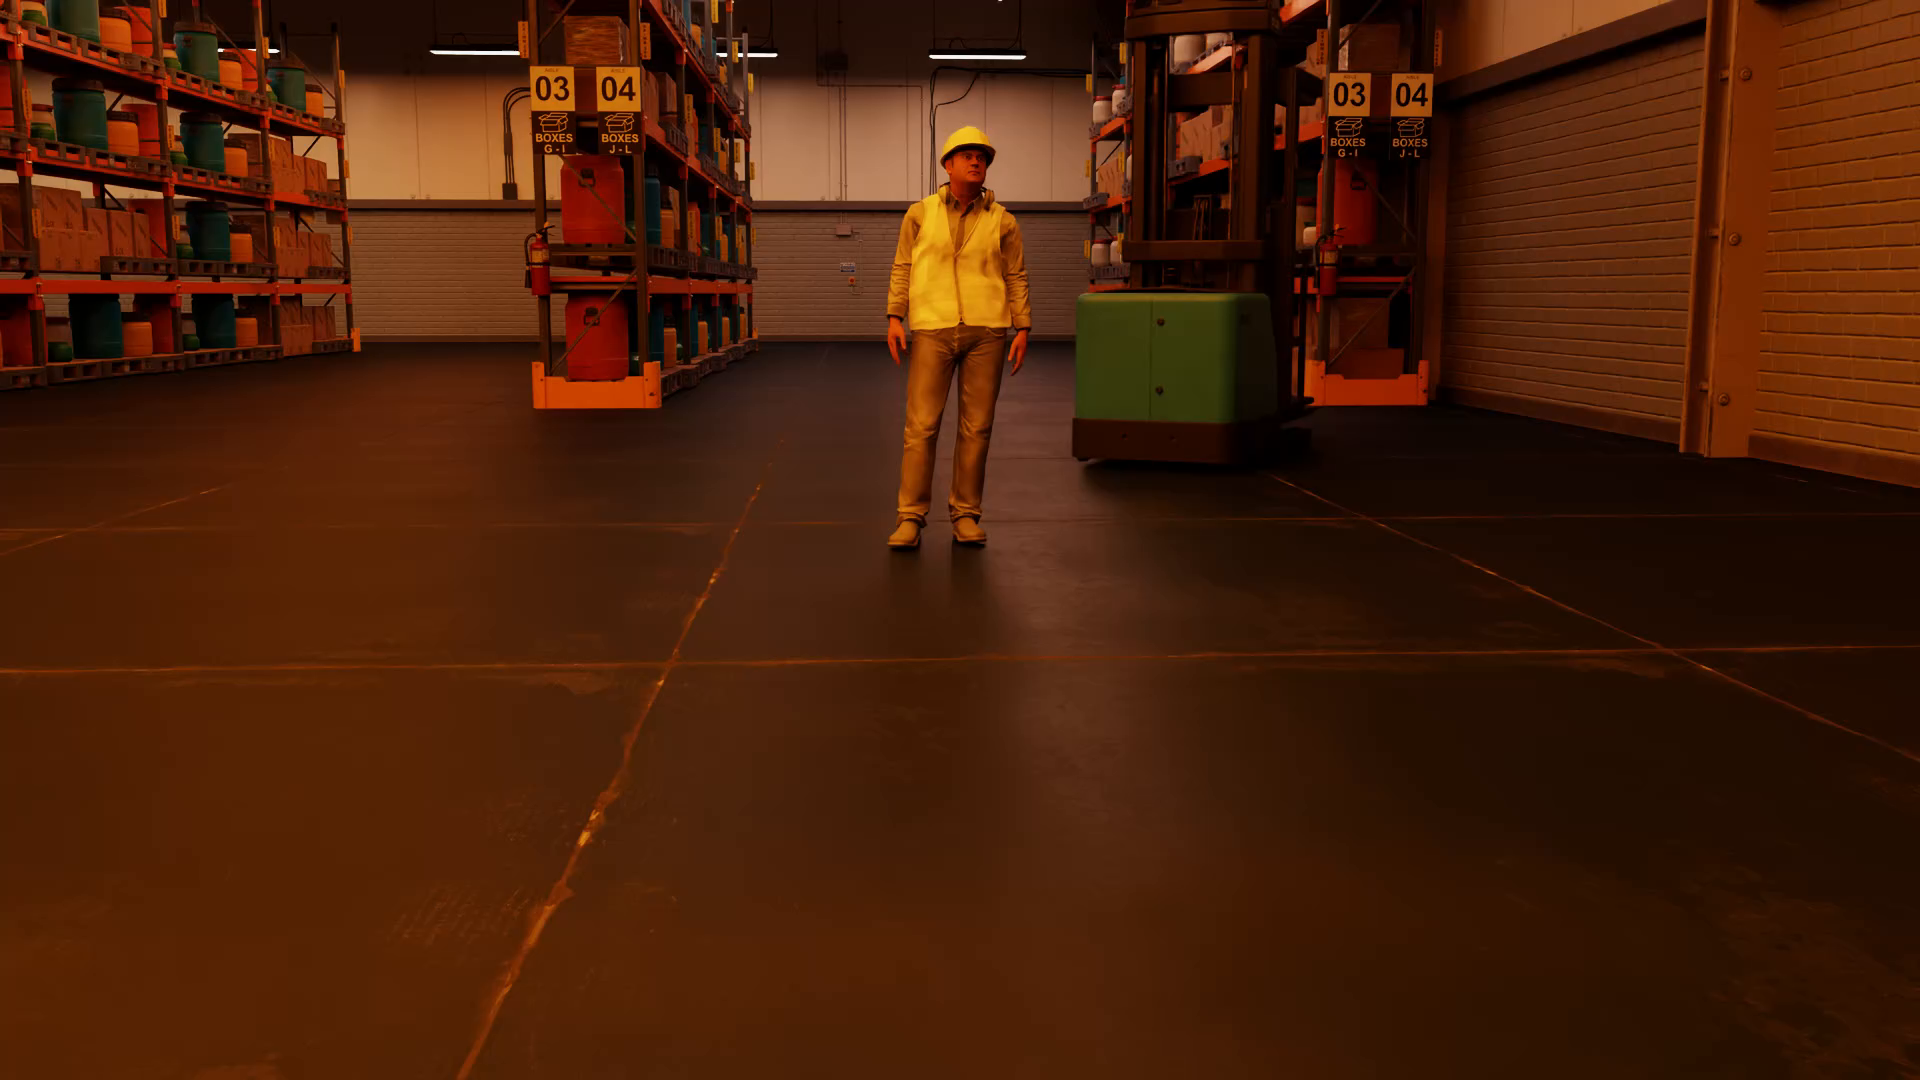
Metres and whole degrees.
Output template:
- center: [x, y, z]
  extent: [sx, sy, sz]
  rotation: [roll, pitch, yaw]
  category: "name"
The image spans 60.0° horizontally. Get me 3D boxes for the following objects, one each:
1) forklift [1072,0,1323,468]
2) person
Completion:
- center: [1.773, -2.058, 11.190]
  extent: [1.130, 2.935, 3.031]
  rotation: [4, 9, 25]
  category: "forklift"
- center: [-0.004, -0.876, 7.117]
  extent: [0.632, 1.773, 0.568]
  rotation: [-1, 8, -4]
  category: "person"
